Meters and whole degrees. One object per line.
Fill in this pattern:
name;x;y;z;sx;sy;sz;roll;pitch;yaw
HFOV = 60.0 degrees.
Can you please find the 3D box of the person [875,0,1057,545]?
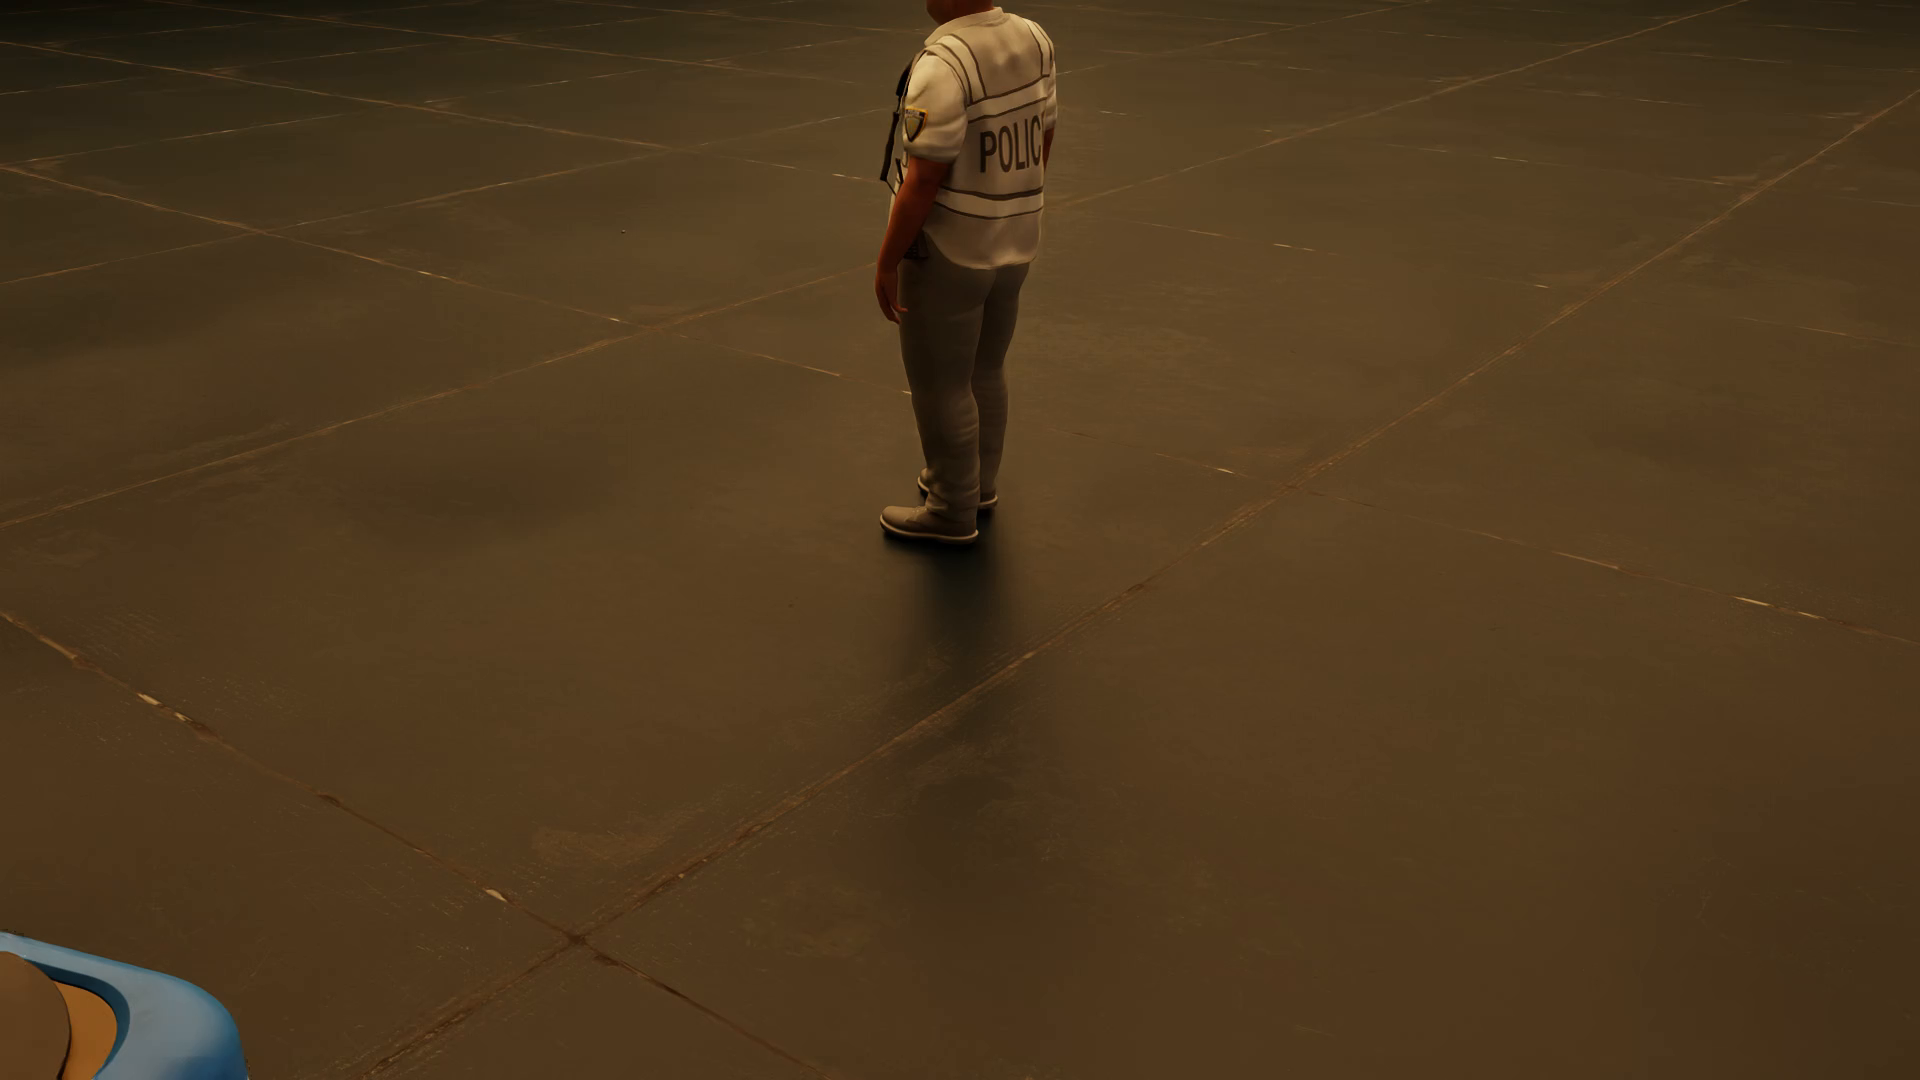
person;-0.055;-0.847;4.708;0.574;1.780;0.641;17;29;34
